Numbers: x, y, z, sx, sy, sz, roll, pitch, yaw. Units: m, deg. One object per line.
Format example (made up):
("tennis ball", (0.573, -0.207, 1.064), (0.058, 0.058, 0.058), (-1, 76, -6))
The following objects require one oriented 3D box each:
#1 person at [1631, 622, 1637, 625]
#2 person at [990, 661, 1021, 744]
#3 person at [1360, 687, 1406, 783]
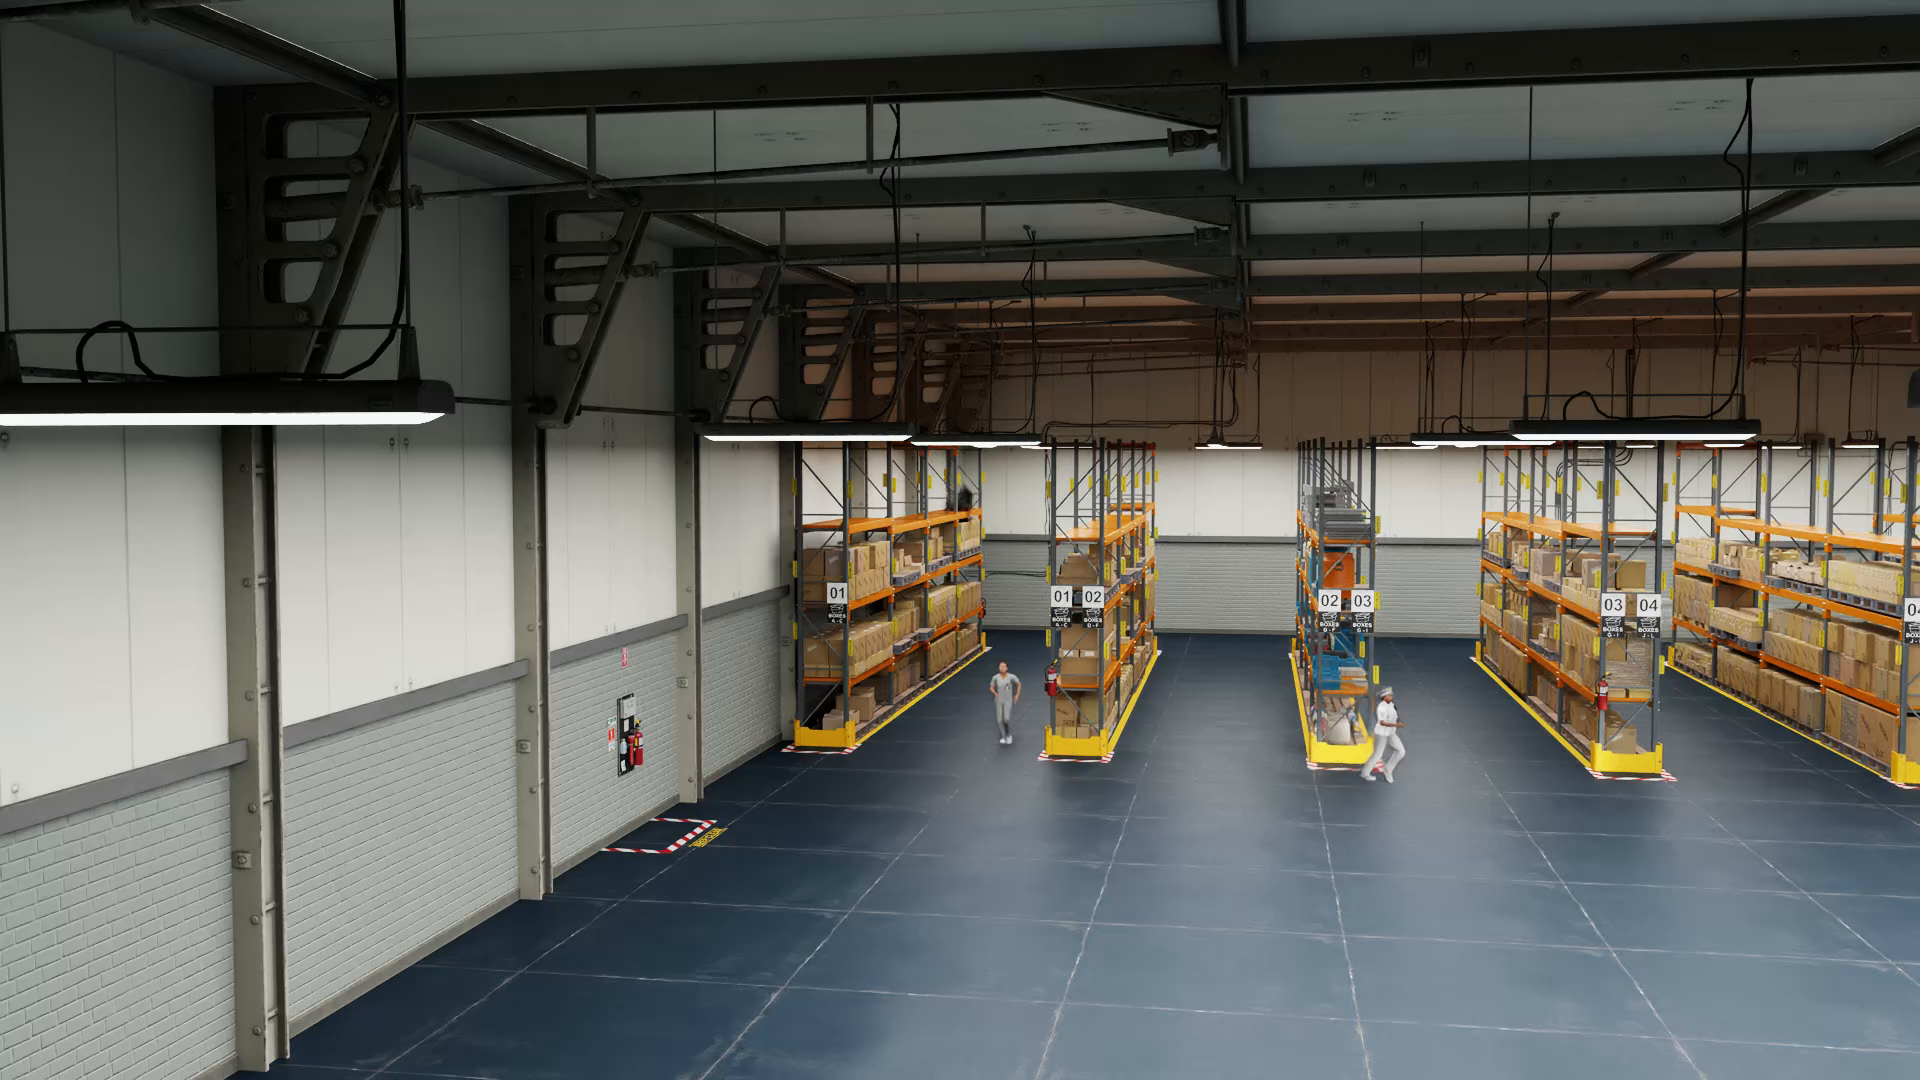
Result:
("person", (18.050, 2.492, 45.301), (0.848, 1.666, 0.567), (2, 4, 36))
("person", (0.869, 3.177, 32.422), (0.583, 1.637, 0.627), (1, 3, 11))
("person", (7.358, 3.355, 28.685), (0.585, 1.680, 0.826), (-3, 4, -42))
